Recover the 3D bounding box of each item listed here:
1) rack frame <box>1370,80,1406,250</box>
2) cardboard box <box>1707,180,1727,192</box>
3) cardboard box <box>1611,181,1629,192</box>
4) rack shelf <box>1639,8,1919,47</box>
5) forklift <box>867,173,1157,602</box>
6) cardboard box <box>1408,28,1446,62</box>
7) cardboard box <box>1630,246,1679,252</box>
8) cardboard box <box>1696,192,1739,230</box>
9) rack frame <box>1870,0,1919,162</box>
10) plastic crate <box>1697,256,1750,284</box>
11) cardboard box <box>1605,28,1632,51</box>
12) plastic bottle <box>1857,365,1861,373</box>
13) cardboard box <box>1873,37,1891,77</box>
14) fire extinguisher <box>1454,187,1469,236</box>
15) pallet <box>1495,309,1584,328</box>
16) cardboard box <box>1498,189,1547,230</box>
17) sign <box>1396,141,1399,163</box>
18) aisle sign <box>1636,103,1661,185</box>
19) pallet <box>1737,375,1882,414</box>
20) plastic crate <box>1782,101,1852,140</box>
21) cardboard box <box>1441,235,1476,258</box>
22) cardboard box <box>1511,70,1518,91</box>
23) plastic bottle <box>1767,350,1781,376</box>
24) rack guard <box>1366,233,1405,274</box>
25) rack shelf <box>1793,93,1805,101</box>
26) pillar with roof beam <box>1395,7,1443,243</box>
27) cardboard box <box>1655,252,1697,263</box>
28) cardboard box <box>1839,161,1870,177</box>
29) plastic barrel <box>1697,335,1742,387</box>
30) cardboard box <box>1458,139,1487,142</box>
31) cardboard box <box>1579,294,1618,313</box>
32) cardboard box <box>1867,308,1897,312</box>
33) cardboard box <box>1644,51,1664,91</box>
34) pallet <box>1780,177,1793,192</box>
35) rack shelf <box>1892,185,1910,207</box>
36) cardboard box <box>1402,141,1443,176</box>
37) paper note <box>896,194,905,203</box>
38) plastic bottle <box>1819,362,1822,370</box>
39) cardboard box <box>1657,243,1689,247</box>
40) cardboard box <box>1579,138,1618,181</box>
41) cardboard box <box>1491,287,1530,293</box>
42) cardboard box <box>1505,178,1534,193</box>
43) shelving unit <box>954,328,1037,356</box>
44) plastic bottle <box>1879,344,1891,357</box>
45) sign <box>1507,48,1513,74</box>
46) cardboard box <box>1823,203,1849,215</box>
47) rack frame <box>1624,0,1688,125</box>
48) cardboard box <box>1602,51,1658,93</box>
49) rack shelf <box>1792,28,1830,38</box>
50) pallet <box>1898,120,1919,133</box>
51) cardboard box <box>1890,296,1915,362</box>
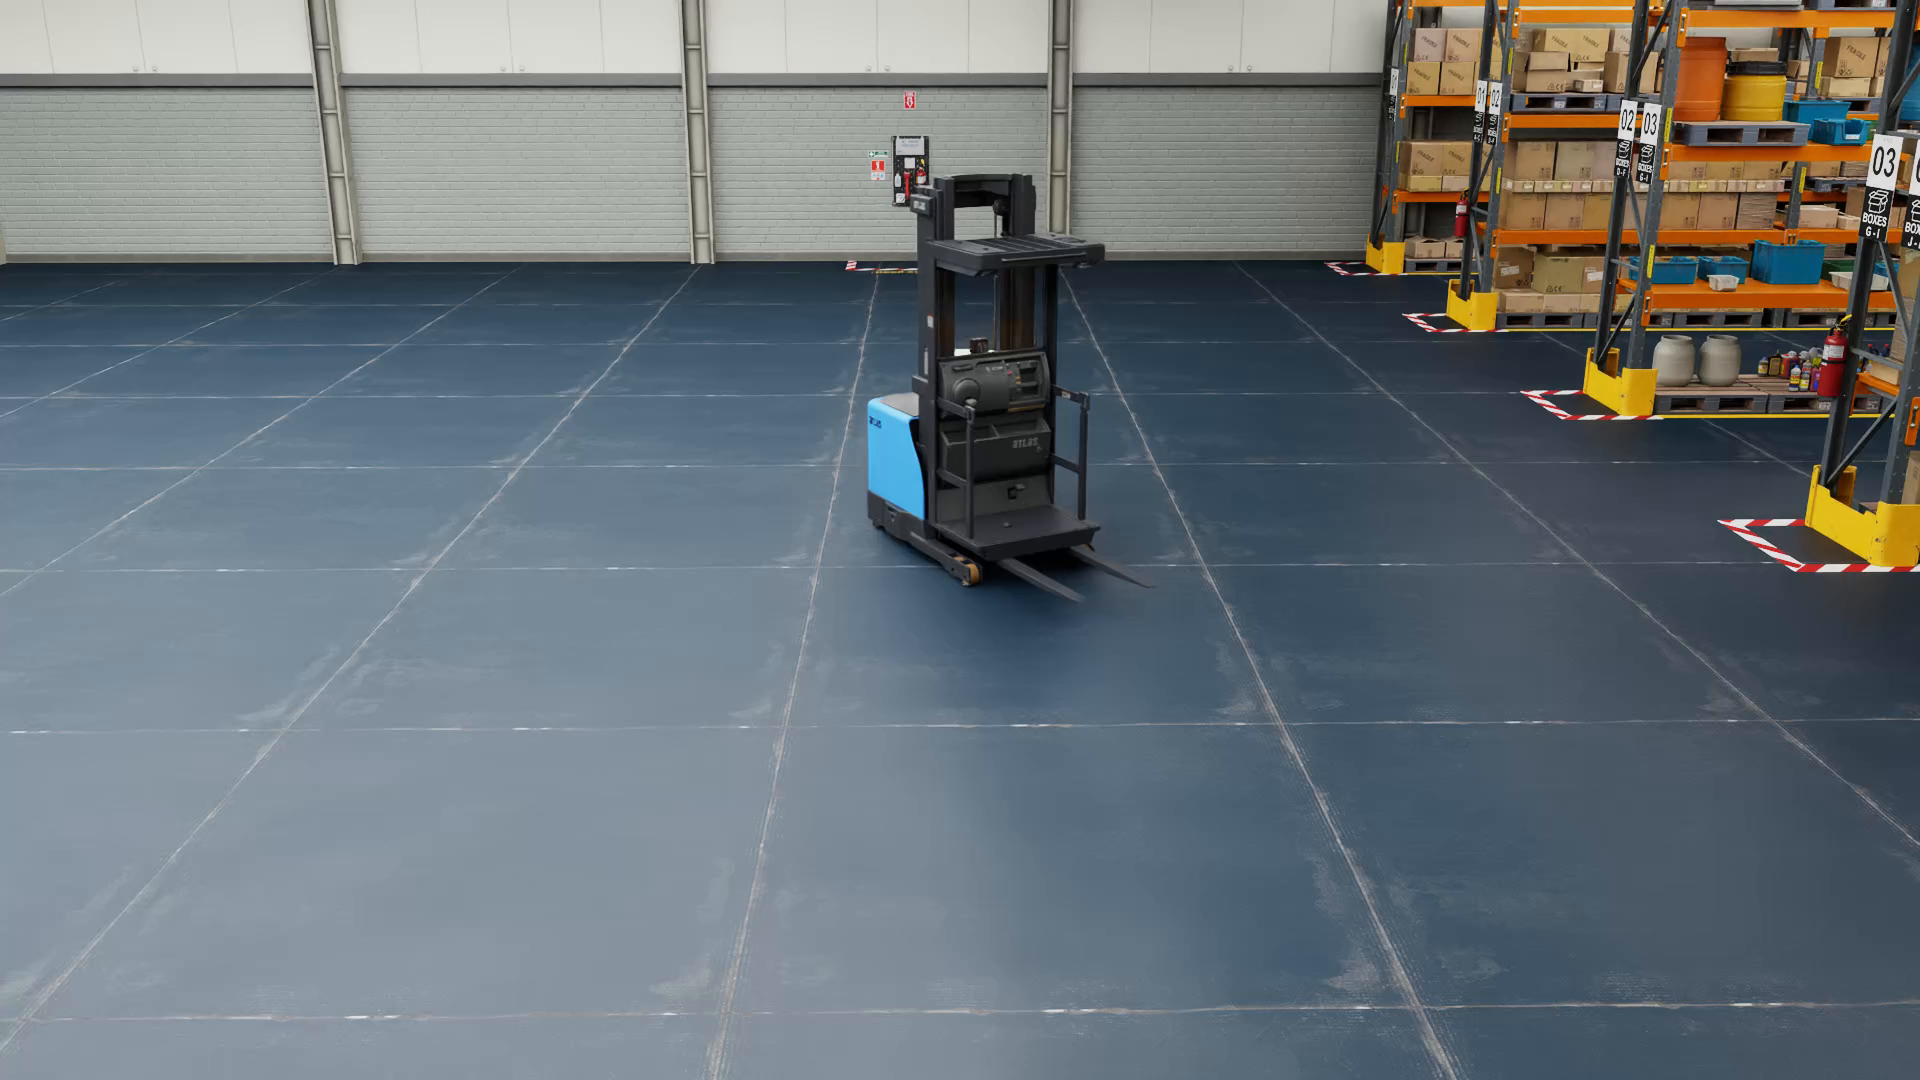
[{"bbox_3d":[6.960,-5.936,27.142,0.127,3.000,1.000,0,18,-1],"label":"rack frame"},{"bbox_3d":[10.001,-4.728,22.150,0.250,0.149,0.380,0,18,-1],"label":"cardboard box"},{"bbox_3d":[8.725,-4.723,22.133,0.250,0.149,0.380,-1,18,-2],"label":"cardboard box"},{"bbox_3d":[9.116,-5.244,16.994,4.000,0.370,1.077,0,18,-1],"label":"rack shelf"},{"bbox_3d":[0.377,-1.211,12.524,1.130,2.935,3.031,-10,20,-27],"label":"forklift"},{"bbox_3d":[7.349,-7.825,26.287,0.500,0.500,0.500,-2,18,-5],"label":"cardboard box"},{"bbox_3d":[9.573,-3.779,23.003,0.500,0.500,0.500,0,18,-1],"label":"cardboard box"},{"bbox_3d":[10.071,-4.482,22.444,0.500,0.500,0.700,0,18,-1],"label":"cardboard box"},{"bbox_3d":[7.195,-4.254,12.077,0.127,3.000,1.000,0,18,-1],"label":"rack frame"},{"bbox_3d":[8.261,-2.935,18.029,0.408,0.251,0.499,0,18,-1],"label":"plastic crate"},{"bbox_3d":[10.463,-7.832,26.307,0.500,0.500,0.500,-2,18,-6],"label":"cardboard box"},{"bbox_3d":[9.579,-1.737,17.799,0.097,0.271,0.097,0,18,0],"label":"plastic bottle"},{"bbox_3d":[12.228,-6.357,21.874,0.500,0.500,0.500,1,18,4],"label":"cardboard box"},{"bbox_3d":[6.916,-4.528,22.878,0.183,0.674,0.296,0,18,-1],"label":"fire extinguisher"},{"bbox_3d":[7.806,-3.112,22.903,1.213,0.211,1.003,0,18,-1],"label":"pallet"},{"bbox_3d":[7.509,-4.469,22.405,0.500,0.500,0.700,0,18,-1],"label":"cardboard box"},{"bbox_3d":[6.969,-6.183,26.493,0.005,0.325,0.100,0,18,-1],"label":"sign"},{"bbox_3d":[7.049,-4.058,17.032,0.004,0.787,0.394,0,18,-1],"label":"aisle sign"},{"bbox_3d":[9.221,-1.605,18.204,1.213,0.211,1.003,0,18,-1],"label":"pallet"},{"bbox_3d":[9.018,-4.432,17.569,0.575,0.384,0.392,0,18,-1],"label":"plastic crate"},{"bbox_3d":[8.223,-4.844,27.418,0.500,0.311,0.500,1,18,4],"label":"cardboard box"},{"bbox_3d":[8.890,-7.351,26.446,0.500,0.500,0.500,1,18,3],"label":"cardboard box"},{"bbox_3d":[9.062,-1.975,18.521,0.133,0.283,0.061,0,18,0],"label":"plastic bottle"},{"bbox_3d":[7.036,-4.746,27.525,0.348,0.500,1.175,0,18,-1],"label":"rack guard"},{"bbox_3d":[12.959,-7.051,26.884,4.000,0.370,1.077,0,18,-1],"label":"rack shelf"},{"bbox_3d":[7.714,-7.745,22.961,0.400,9.000,9.100,0,18,-1],"label":"pillar with roof beam"},{"bbox_3d":[9.581,-3.619,22.504,0.500,0.500,0.500,0,18,-1],"label":"cardboard box"},{"bbox_3d":[14.489,-6.226,27.163,0.500,0.500,0.700,-2,18,-7],"label":"cardboard box"},{"bbox_3d":[8.274,-1.955,18.115,0.421,0.512,0.421,0,18,0],"label":"plastic barrel"},{"bbox_3d":[8.448,-6.302,27.267,0.500,0.500,0.500,-1,18,-2],"label":"cardboard box"},{"bbox_3d":[8.581,-3.254,22.596,0.500,0.250,0.500,0,18,-1],"label":"cardboard box"},{"bbox_3d":[12.478,-3.265,22.628,0.500,0.250,0.500,-1,18,-3],"label":"cardboard box"},{"bbox_3d":[9.393,-6.217,22.021,0.637,0.503,0.797,2,18,5],"label":"cardboard box"},{"bbox_3d":[12.980,-5.861,27.223,1.213,0.211,1.003,0,18,-1],"label":"pallet"},{"bbox_3d":[9.194,-2.493,12.675,4.000,0.370,1.077,0,18,-1],"label":"rack shelf"},{"bbox_3d":[7.442,-6.142,26.768,0.500,0.500,0.500,0,18,-1],"label":"cardboard box"},{"bbox_3d":[-1.003,-5.775,28.082,0.142,0.148,0.016,0,18,-1],"label":"paper note"},{"bbox_3d":[9.548,-1.889,18.386,0.097,0.201,0.097,0,18,0],"label":"plastic bottle"},{"bbox_3d":[11.695,-4.983,27.543,0.500,0.500,0.700,0,18,1],"label":"cardboard box"},{"bbox_3d":[8.592,-5.094,22.229,0.500,0.500,0.700,0,18,-1],"label":"cardboard box"},{"bbox_3d":[7.573,-3.407,23.071,0.500,0.250,0.500,0,18,-1],"label":"cardboard box"},{"bbox_3d":[7.438,-4.716,22.112,0.250,0.149,0.380,0,18,-1],"label":"cardboard box"},{"bbox_3d":[0.261,-1.066,14.415,0.755,1.500,0.431,3,18,8],"label":"shelving unit"},{"bbox_3d":[10.302,-2.001,18.490,0.185,0.351,0.144,0,18,1],"label":"plastic bottle"},{"bbox_3d":[7.045,-6.136,21.293,0.005,0.325,0.100,0,18,-1],"label":"sign"},{"bbox_3d":[11.918,-4.439,22.694,0.258,0.266,0.396,-1,18,-2],"label":"cardboard box"},{"bbox_3d":[7.116,-5.767,16.793,0.127,3.000,1.000,0,18,-1],"label":"rack frame"},{"bbox_3d":[8.707,-6.090,21.631,0.500,0.500,0.500,0,18,-1],"label":"cardboard box"},{"bbox_3d":[13.041,-6.776,21.770,4.000,0.370,1.077,0,18,-1],"label":"rack shelf"},{"bbox_3d":[10.396,-4.235,17.236,1.003,0.211,1.213,0,18,-1],"label":"pallet"},{"bbox_3d":[7.745,-1.581,12.915,0.500,0.500,0.875,0,18,-1],"label":"cardboard box"}]
